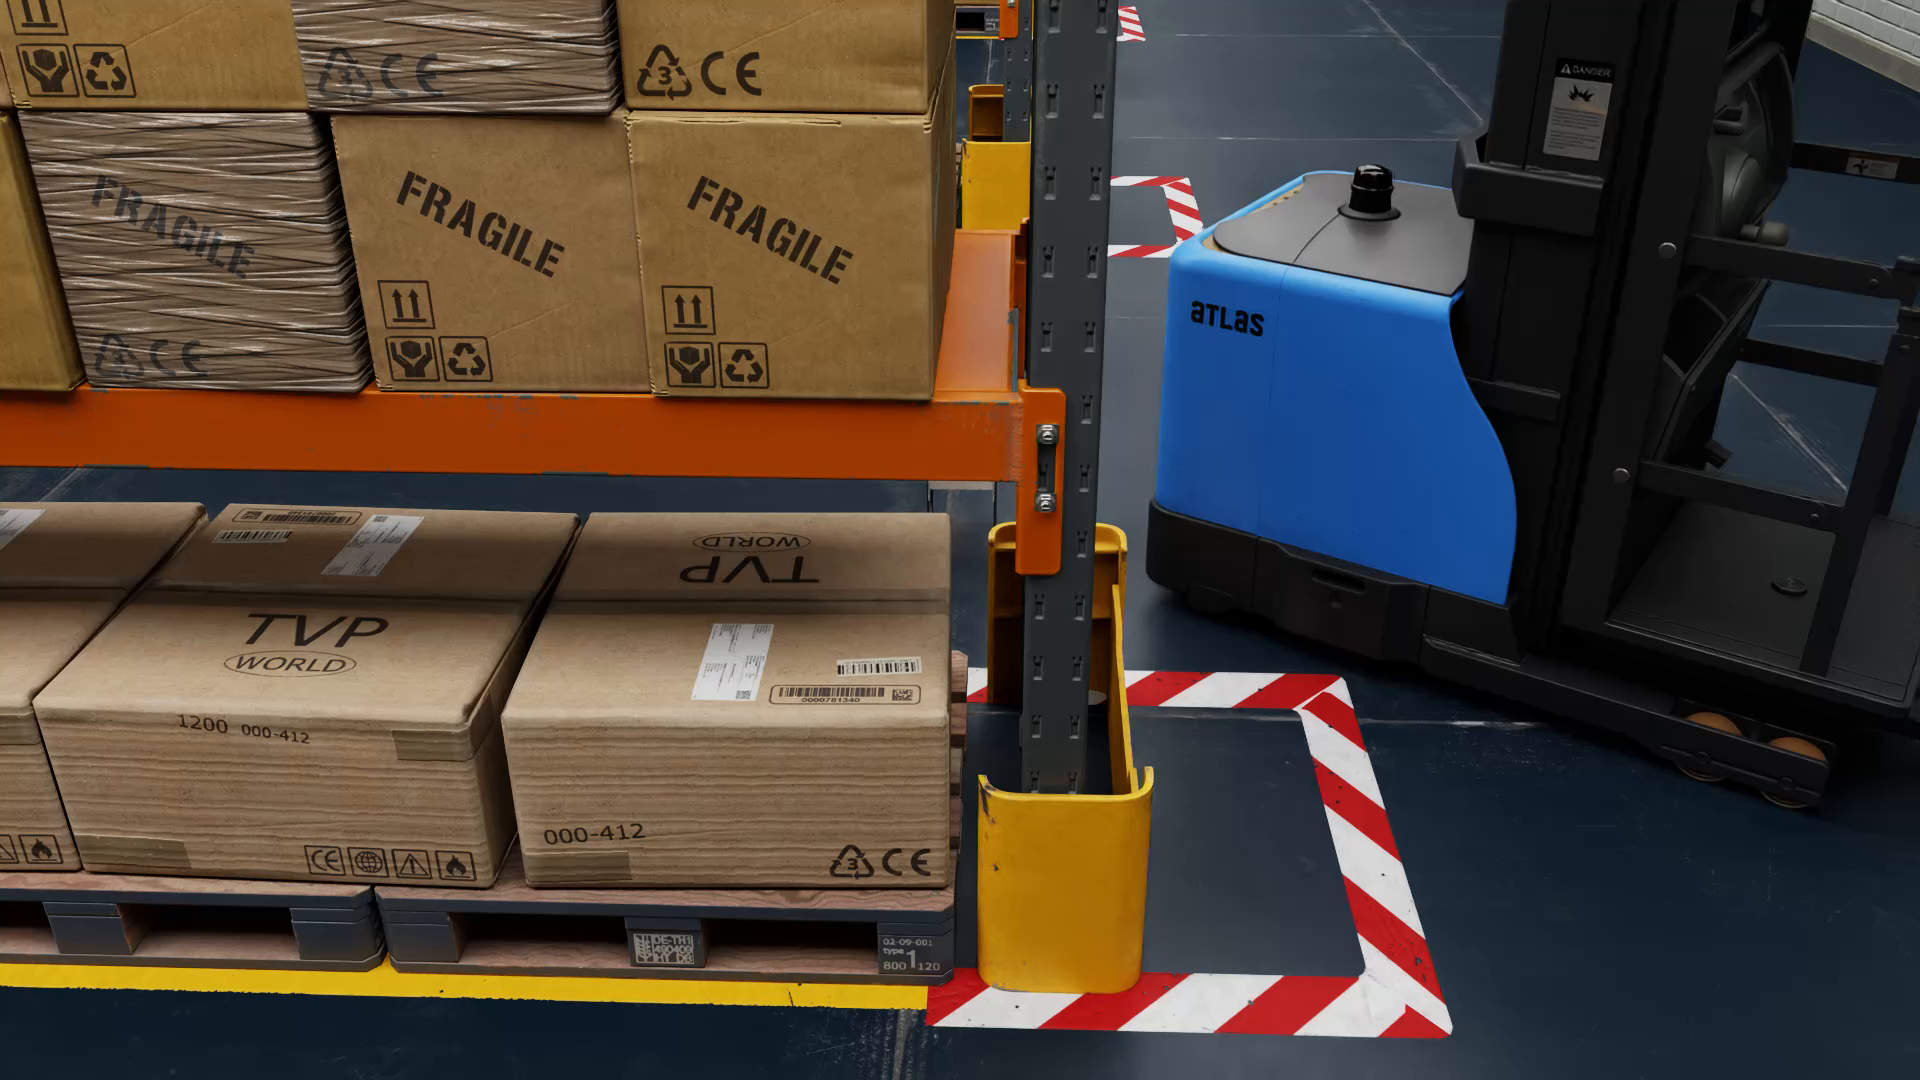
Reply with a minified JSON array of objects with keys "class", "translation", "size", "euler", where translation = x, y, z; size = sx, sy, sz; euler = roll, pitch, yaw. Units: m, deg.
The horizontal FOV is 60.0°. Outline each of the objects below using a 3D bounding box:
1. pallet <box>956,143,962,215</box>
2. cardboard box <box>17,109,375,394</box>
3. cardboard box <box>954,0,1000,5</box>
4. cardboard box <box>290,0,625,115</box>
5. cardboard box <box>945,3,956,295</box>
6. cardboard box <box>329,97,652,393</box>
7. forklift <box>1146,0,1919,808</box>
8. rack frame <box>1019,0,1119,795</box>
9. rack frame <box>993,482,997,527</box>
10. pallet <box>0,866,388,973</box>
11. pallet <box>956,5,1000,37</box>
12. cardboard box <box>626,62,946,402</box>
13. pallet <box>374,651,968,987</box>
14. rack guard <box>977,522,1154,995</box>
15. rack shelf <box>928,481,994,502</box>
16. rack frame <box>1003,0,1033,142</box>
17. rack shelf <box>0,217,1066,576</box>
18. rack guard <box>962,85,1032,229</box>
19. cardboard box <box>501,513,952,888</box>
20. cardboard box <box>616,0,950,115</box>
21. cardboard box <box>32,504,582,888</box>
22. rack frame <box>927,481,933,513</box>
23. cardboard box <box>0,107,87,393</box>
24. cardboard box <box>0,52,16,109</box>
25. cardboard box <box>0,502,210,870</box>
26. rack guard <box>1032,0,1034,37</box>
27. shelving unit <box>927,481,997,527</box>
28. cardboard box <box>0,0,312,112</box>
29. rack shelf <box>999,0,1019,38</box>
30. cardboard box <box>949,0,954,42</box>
[{"class":"pallet","translation":[-0.609,-1.773,8.369],"size":[1.213,0.211,1.003],"euler":[1,28,2]},{"class":"cardboard box","translation":[-1.303,-0.603,3.078],"size":[0.500,0.500,0.500],"euler":[2,28,3]},{"class":"cardboard box","translation":[-0.088,-4.514,12.382],"size":[0.875,0.875,0.875],"euler":[1,28,2]},{"class":"cardboard box","translation":[-0.809,-1.033,2.821],"size":[0.500,0.500,0.500],"euler":[1,28,2]},{"class":"cardboard box","translation":[-0.265,-0.842,3.528],"size":[0.500,0.500,0.500],"euler":[1,28,1]},{"class":"cardboard box","translation":[-0.788,-0.599,3.070],"size":[0.500,0.500,0.500],"euler":[0,28,1]},{"class":"forklift","translation":[2.057,-0.931,3.877],"size":[3.031,2.935,1.130],"euler":[17,33,30]},{"class":"rack frame","translation":[0.204,-0.655,3.283],"size":[0.127,3.000,1.000],"euler":[1,28,2]},{"class":"rack frame","translation":[0.110,-0.396,5.036],"size":[0.006,0.900,0.240],"euler":[1,28,2]},{"class":"pallet","translation":[-1.814,0.579,3.933],"size":[1.213,0.211,1.003],"euler":[1,28,2]},{"class":"pallet","translation":[-0.248,-4.038,12.643],"size":[1.213,0.211,1.003],"euler":[1,28,2]},{"class":"cardboard box","translation":[-0.287,-0.583,3.041],"size":[0.500,0.500,0.500],"euler":[1,28,2]},{"class":"pallet","translation":[-0.598,0.600,3.892],"size":[1.213,0.211,1.003],"euler":[1,28,2]},{"class":"rack guard","translation":[0.228,0.450,3.868],"size":[0.348,0.500,1.175],"euler":[1,28,2]},{"class":"rack shelf","translation":[0.008,-0.209,5.139],"size":[0.200,0.077,0.258],"euler":[1,28,2]},{"class":"rack frame","translation":[0.278,-2.974,7.657],"size":[0.127,3.000,1.000],"euler":[1,28,2]},{"class":"rack shelf","translation":[-1.794,-0.370,3.514],"size":[4.000,0.370,1.077],"euler":[1,28,2]},{"class":"rack guard","translation":[0.202,-1.871,8.245],"size":[0.348,0.500,1.175],"euler":[1,28,2]},{"class":"cardboard box","translation":[-0.459,0.327,3.717],"size":[0.875,0.438,0.875],"euler":[0,28,0]},{"class":"cardboard box","translation":[-0.286,-1.038,2.830],"size":[0.500,0.500,0.500],"euler":[2,28,3]},{"class":"cardboard box","translation":[-1.374,0.316,3.738],"size":[0.875,0.438,0.875],"euler":[2,28,3]},{"class":"rack frame","translation":[-0.093,-0.399,5.042],"size":[0.006,0.900,0.240],"euler":[1,28,2]},{"class":"cardboard box","translation":[-1.819,-0.605,3.082],"size":[0.500,0.500,0.500],"euler":[2,28,3]},{"class":"cardboard box","translation":[-1.806,-1.051,2.856],"size":[0.500,0.500,0.500],"euler":[1,28,1]},{"class":"cardboard box","translation":[-2.275,0.300,3.768],"size":[0.875,0.438,0.875],"euler":[0,28,0]},{"class":"rack guard","translation":[0.578,-4.189,12.618],"size":[0.348,0.500,1.175],"euler":[1,28,2]},{"class":"shelving unit","translation":[0.008,-0.397,5.039],"size":[0.210,0.900,0.258],"euler":[1,28,2]},{"class":"cardboard box","translation":[-1.303,-1.042,2.839],"size":[0.500,0.500,0.500],"euler":[1,28,2]},{"class":"rack shelf","translation":[-1.721,-2.689,7.888],"size":[4.000,0.370,1.077],"euler":[1,28,2]},{"class":"cardboard box","translation":[-0.265,-1.282,3.292],"size":[0.500,0.500,0.500],"euler":[0,28,1]}]
